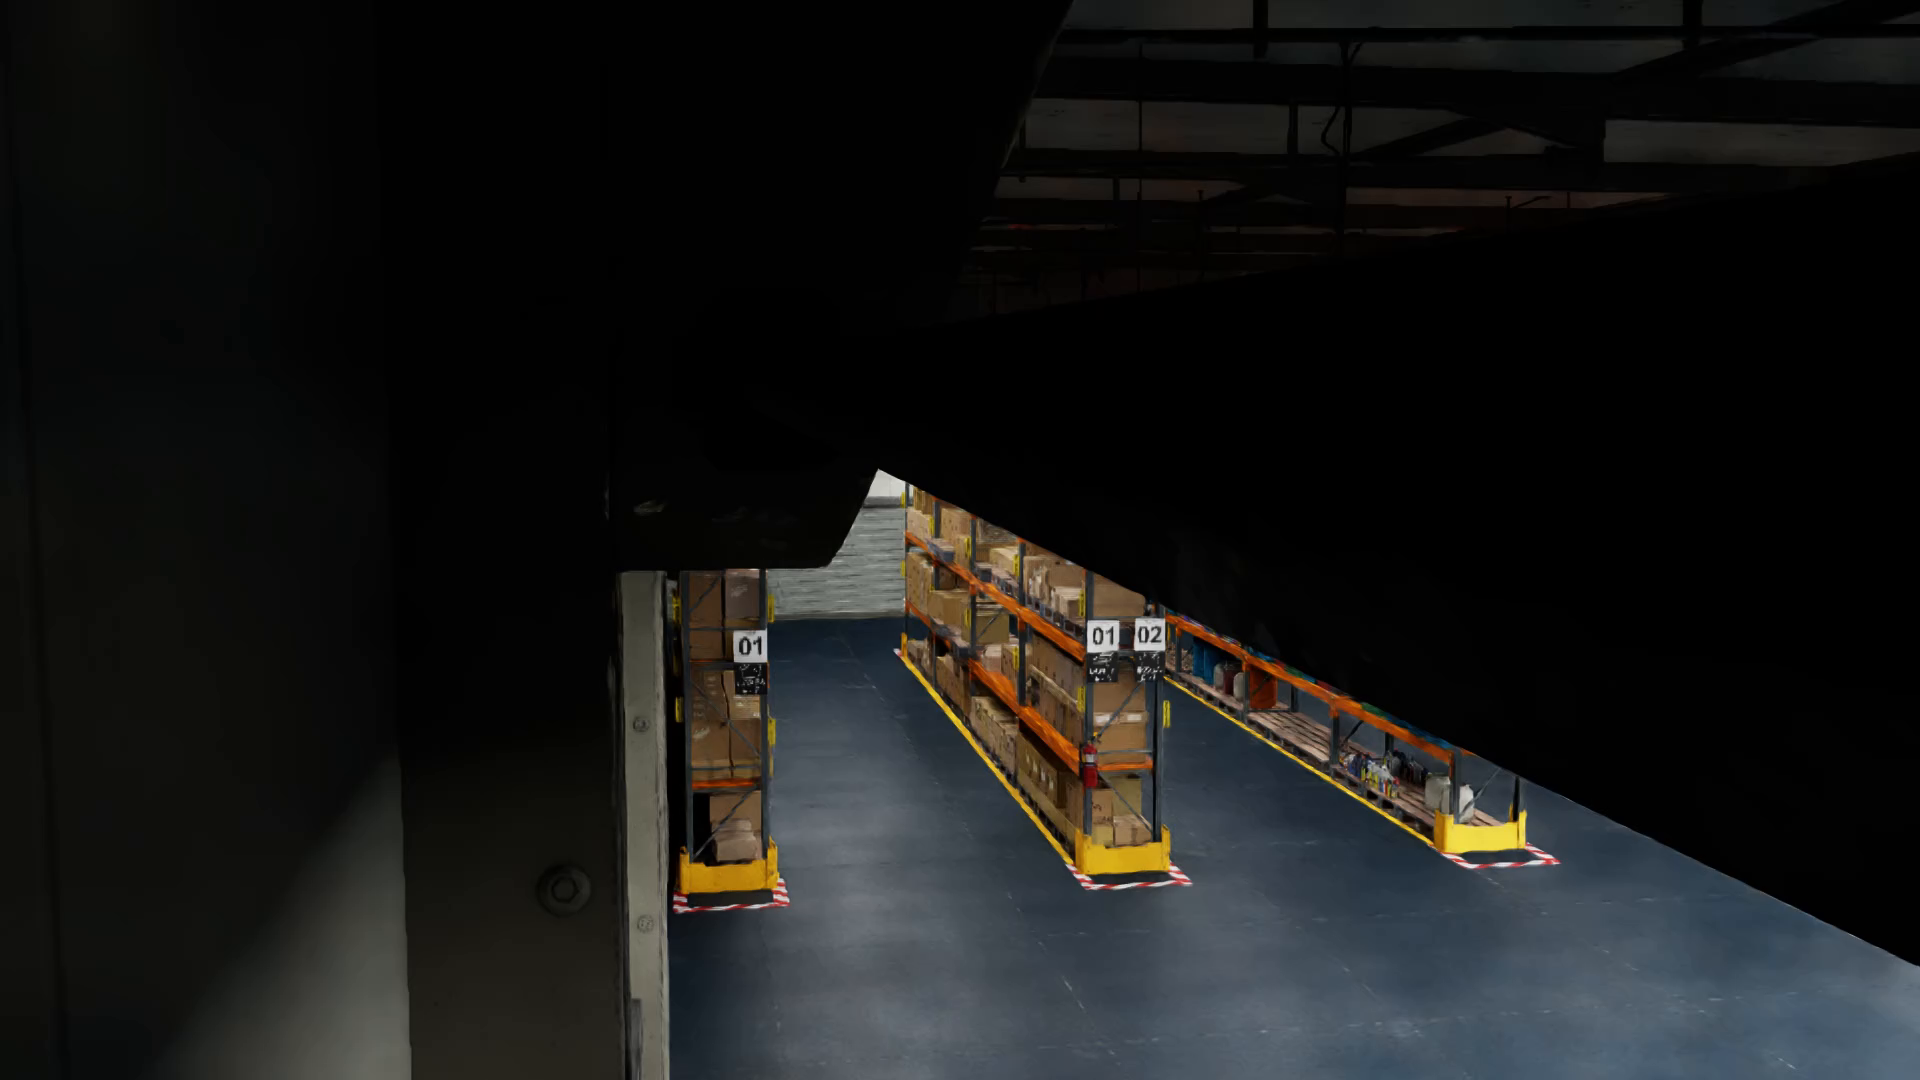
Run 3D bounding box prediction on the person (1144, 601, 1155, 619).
[{"bbox_3d":[3.772,1.954,34.535,0.564,1.662,0.553,3,6,23],"label":"person"}]
